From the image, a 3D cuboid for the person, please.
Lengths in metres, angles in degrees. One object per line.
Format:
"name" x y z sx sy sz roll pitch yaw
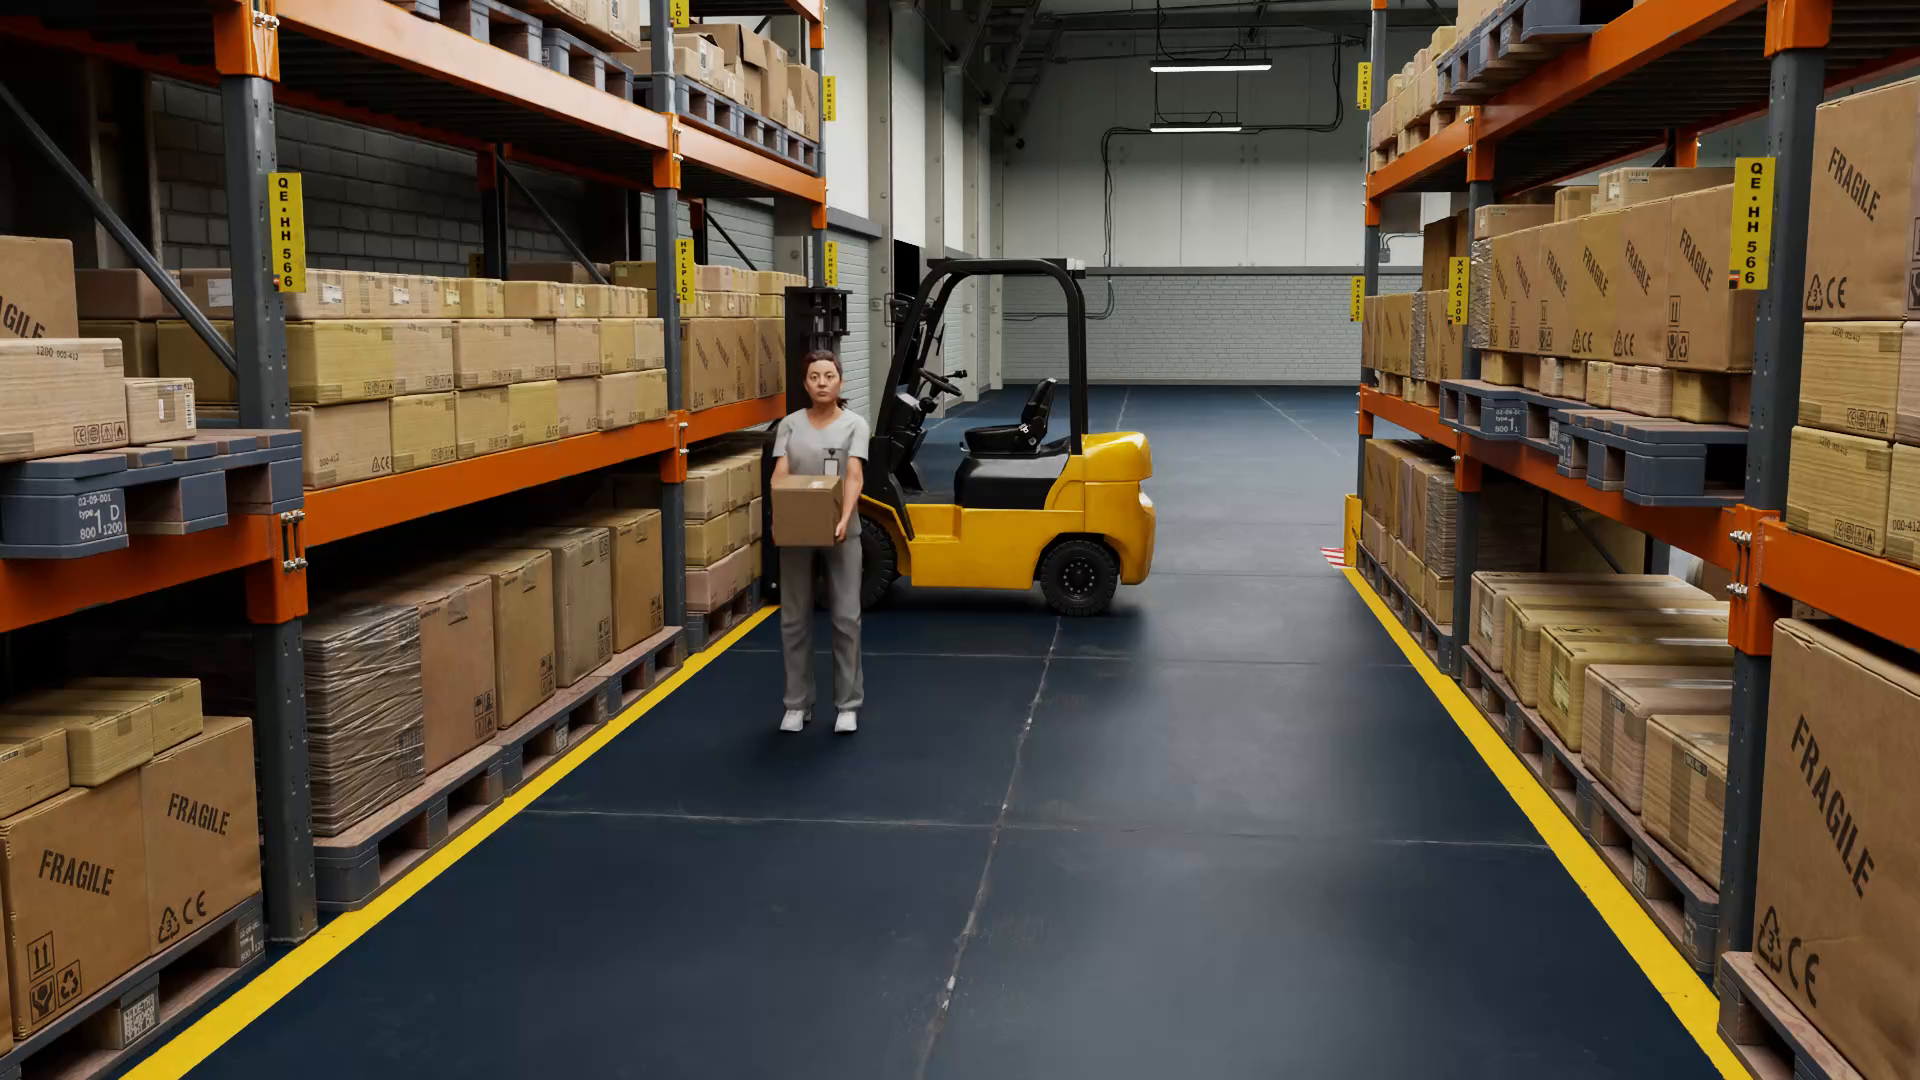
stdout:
"person" -0.617 0.015 7.243 0.424 1.666 0.528 1 8 6
